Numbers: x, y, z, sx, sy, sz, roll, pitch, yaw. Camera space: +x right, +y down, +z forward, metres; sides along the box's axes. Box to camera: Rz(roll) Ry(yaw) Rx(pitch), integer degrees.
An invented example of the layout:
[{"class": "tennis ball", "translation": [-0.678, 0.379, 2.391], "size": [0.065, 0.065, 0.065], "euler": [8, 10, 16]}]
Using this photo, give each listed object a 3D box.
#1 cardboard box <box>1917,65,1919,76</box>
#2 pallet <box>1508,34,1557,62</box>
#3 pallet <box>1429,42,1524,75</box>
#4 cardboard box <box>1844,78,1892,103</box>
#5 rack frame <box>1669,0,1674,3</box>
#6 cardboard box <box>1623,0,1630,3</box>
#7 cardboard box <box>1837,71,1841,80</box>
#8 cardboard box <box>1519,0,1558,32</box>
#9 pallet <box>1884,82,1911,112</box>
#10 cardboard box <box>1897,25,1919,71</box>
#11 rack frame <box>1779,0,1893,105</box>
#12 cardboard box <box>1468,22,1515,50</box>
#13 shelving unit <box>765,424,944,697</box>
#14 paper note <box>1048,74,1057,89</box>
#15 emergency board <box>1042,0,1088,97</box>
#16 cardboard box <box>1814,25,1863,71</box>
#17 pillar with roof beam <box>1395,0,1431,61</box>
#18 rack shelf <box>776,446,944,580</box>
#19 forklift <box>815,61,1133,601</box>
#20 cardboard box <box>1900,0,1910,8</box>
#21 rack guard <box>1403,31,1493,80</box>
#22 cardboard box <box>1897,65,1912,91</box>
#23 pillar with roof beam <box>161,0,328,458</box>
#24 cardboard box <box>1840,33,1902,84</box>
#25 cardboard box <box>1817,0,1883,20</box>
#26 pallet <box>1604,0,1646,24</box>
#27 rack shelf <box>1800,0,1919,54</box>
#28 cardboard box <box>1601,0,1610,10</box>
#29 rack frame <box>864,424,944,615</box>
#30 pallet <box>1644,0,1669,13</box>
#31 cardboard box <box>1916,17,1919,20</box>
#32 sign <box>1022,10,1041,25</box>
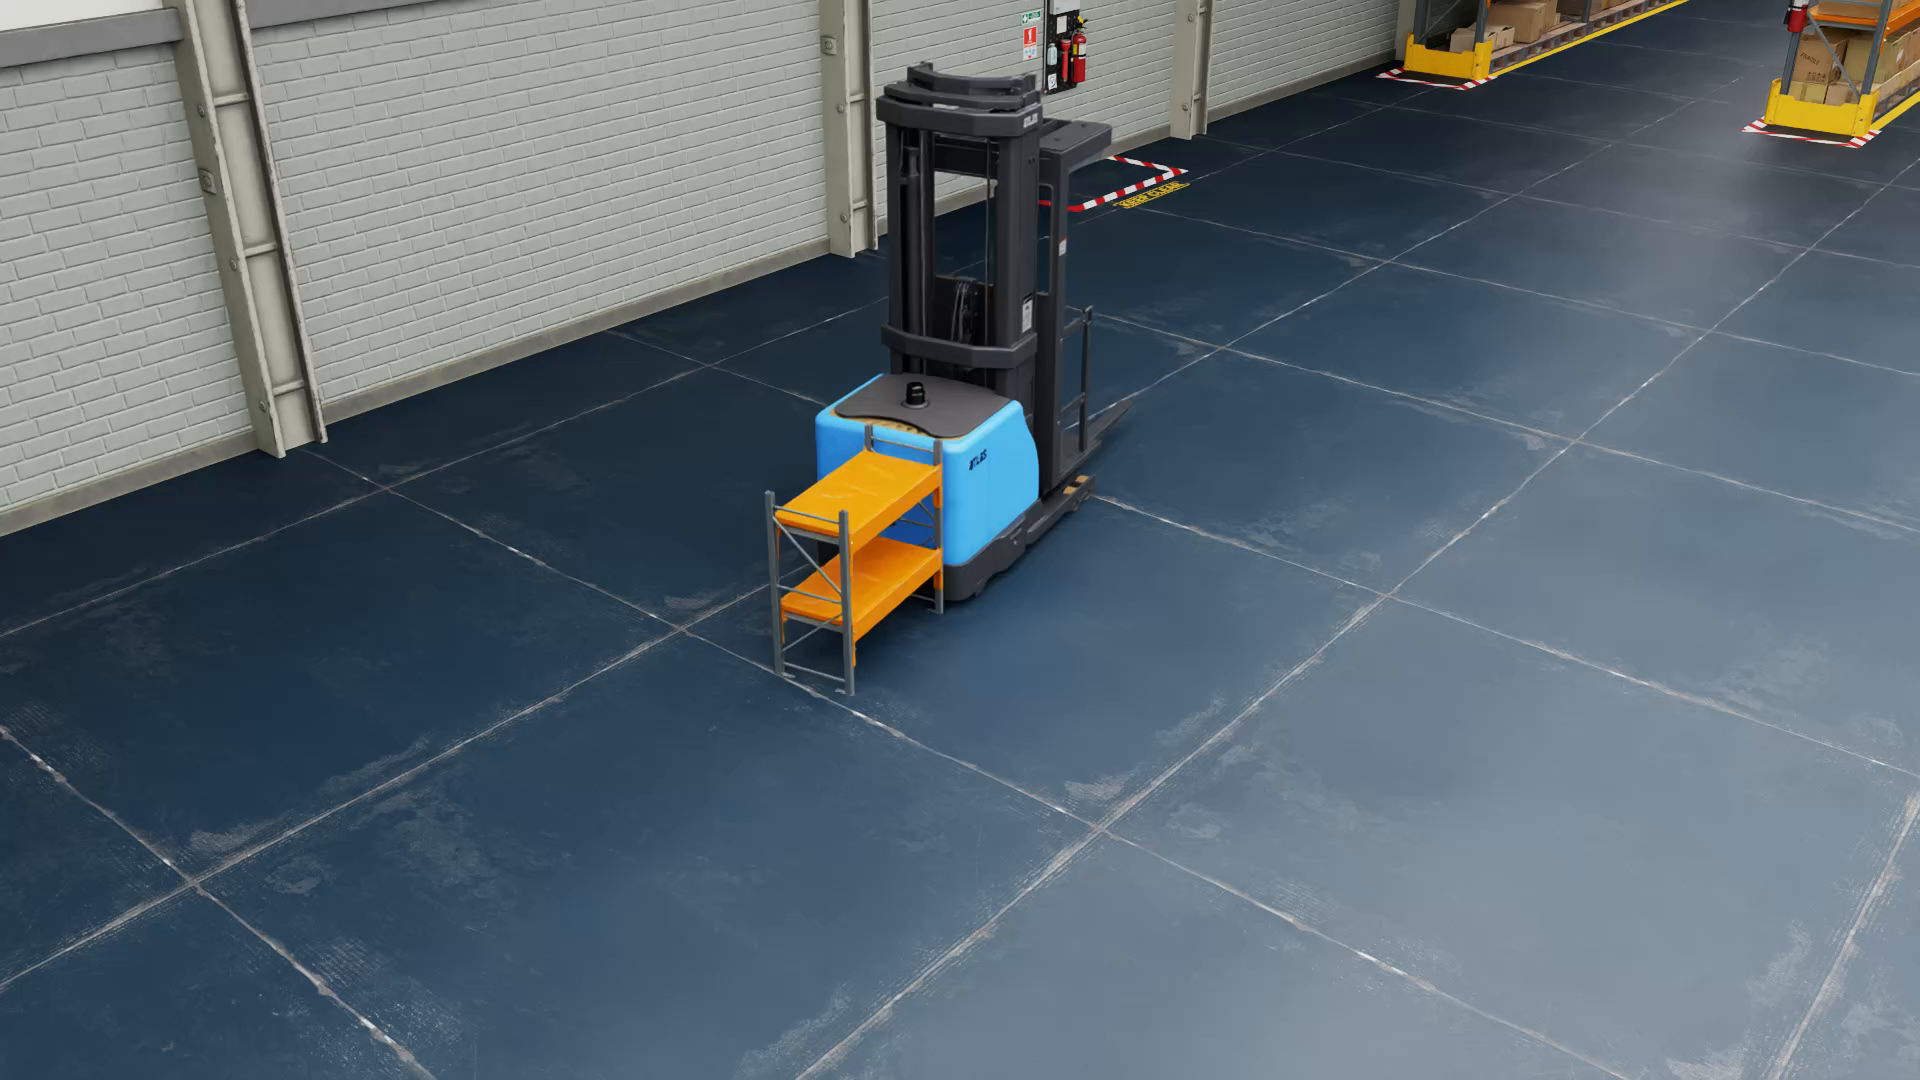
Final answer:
[{"class": "cardboard box", "translation": [12.731, -6.446, 22.481], "size": [0.500, 0.250, 0.500], "euler": [21, 34, 34]}, {"class": "pallet", "translation": [8.183, -7.408, 24.841], "size": [1.003, 0.211, 1.213], "euler": [21, 34, 34]}, {"class": "pallet", "translation": [7.407, -6.978, 24.009], "size": [1.003, 0.211, 1.213], "euler": [21, 34, 34]}, {"class": "cardboard box", "translation": [11.467, -5.734, 21.105], "size": [0.500, 0.250, 0.500], "euler": [21, 34, 34]}, {"class": "rack frame", "translation": [11.903, -10.748, 28.262], "size": [1.000, 3.000, 0.127], "euler": [21, 34, 34]}, {"class": "cardboard box", "translation": [10.773, -9.230, 27.568], "size": [0.700, 0.500, 0.500], "euler": [21, 34, 34]}, {"class": "cardboard box", "translation": [11.061, -5.888, 21.402], "size": [0.500, 0.250, 0.500], "euler": [21, 34, 34]}, {"class": "cardboard box", "translation": [8.729, -8.035, 25.260], "size": [0.500, 0.500, 0.500], "euler": [18, 32, 31]}, {"class": "pallet", "translation": [11.869, -5.941, 22.004], "size": [1.003, 0.211, 1.213], "euler": [21, 34, 34]}, {"class": "cardboard box", "translation": [12.108, -6.420, 21.614], "size": [0.500, 0.500, 0.500], "euler": [21, 34, 34]}, {"class": "rack frame", "translation": [10.639, -6.465, 19.983], "size": [1.000, 3.000, 0.127], "euler": [21, 34, 34]}, {"class": "cardboard box", "translation": [7.686, -7.334, 24.110], "size": [0.500, 0.311, 0.500], "euler": [24, 36, 38]}, {"class": "shelving unit", "translation": [-0.565, 0.093, 9.347], "size": [0.538, 1.125, 1.048], "euler": [14, 30, 25]}, {"class": "paper note", "translation": [1.008, -4.987, 18.083], "size": [0.016, 0.148, 0.142], "euler": [21, 34, 34]}, {"class": "emergency board", "translation": [1.174, -5.420, 17.963], "size": [0.194, 1.169, 0.643], "euler": [21, 34, 34]}, {"class": "cardboard box", "translation": [11.375, -6.400, 21.575], "size": [0.500, 0.500, 0.500], "euler": [21, 34, 34]}, {"class": "pillar with roof beam", "translation": [9.914, -9.819, 19.937], "size": [9.100, 9.000, 0.400], "euler": [21, 34, 34]}, {"class": "rack shelf", "translation": [-0.565, -0.167, 9.212], "size": [0.538, 0.278, 1.000], "euler": [14, 30, 25]}, {"class": "forklift", "translation": [0.261, -1.583, 10.621], "size": [1.130, 2.935, 3.031], "euler": [14, 30, 25]}, {"class": "cardboard box", "translation": [11.596, -7.033, 20.973], "size": [0.700, 0.500, 0.500], "euler": [21, 34, 35]}, {"class": "rack guard", "translation": [6.863, -6.828, 23.406], "size": [1.175, 0.500, 0.348], "euler": [21, 34, 34]}, {"class": "cardboard box", "translation": [12.107, -6.087, 21.787], "size": [0.500, 0.250, 0.500], "euler": [21, 34, 34]}, {"class": "pillar with roof beam", "translation": [-1.535, -3.437, 7.601], "size": [9.100, 9.000, 0.400], "euler": [21, 34, 34]}, {"class": "cardboard box", "translation": [11.468, -6.067, 20.932], "size": [0.500, 0.500, 0.500], "euler": [21, 34, 34]}, {"class": "cardboard box", "translation": [10.946, -6.671, 20.273], "size": [0.700, 0.500, 0.500], "euler": [21, 34, 34]}, {"class": "pallet", "translation": [10.628, -8.802, 27.536], "size": [1.003, 0.211, 1.213], "euler": [21, 34, 34]}, {"class": "rack shelf", "translation": [11.911, -6.855, 21.519], "size": [1.077, 0.370, 4.000], "euler": [21, 34, 34]}, {"class": "cardboard box", "translation": [10.104, -8.879, 26.890], "size": [0.700, 0.500, 0.500], "euler": [20, 33, 33]}, {"class": "rack frame", "translation": [-0.325, -0.113, 9.745], "size": [0.500, 1.125, 0.032], "euler": [14, 30, 25]}, {"class": "pallet", "translation": [11.405, -9.233, 28.368], "size": [1.003, 0.211, 1.213], "euler": [21, 34, 34]}, {"class": "cardboard box", "translation": [12.730, -6.780, 22.310], "size": [0.500, 0.500, 0.500], "euler": [21, 34, 34]}, {"class": "sign", "translation": [0.753, -5.505, 17.511], "size": [0.001, 0.109, 0.331], "euler": [21, 34, 34]}]
